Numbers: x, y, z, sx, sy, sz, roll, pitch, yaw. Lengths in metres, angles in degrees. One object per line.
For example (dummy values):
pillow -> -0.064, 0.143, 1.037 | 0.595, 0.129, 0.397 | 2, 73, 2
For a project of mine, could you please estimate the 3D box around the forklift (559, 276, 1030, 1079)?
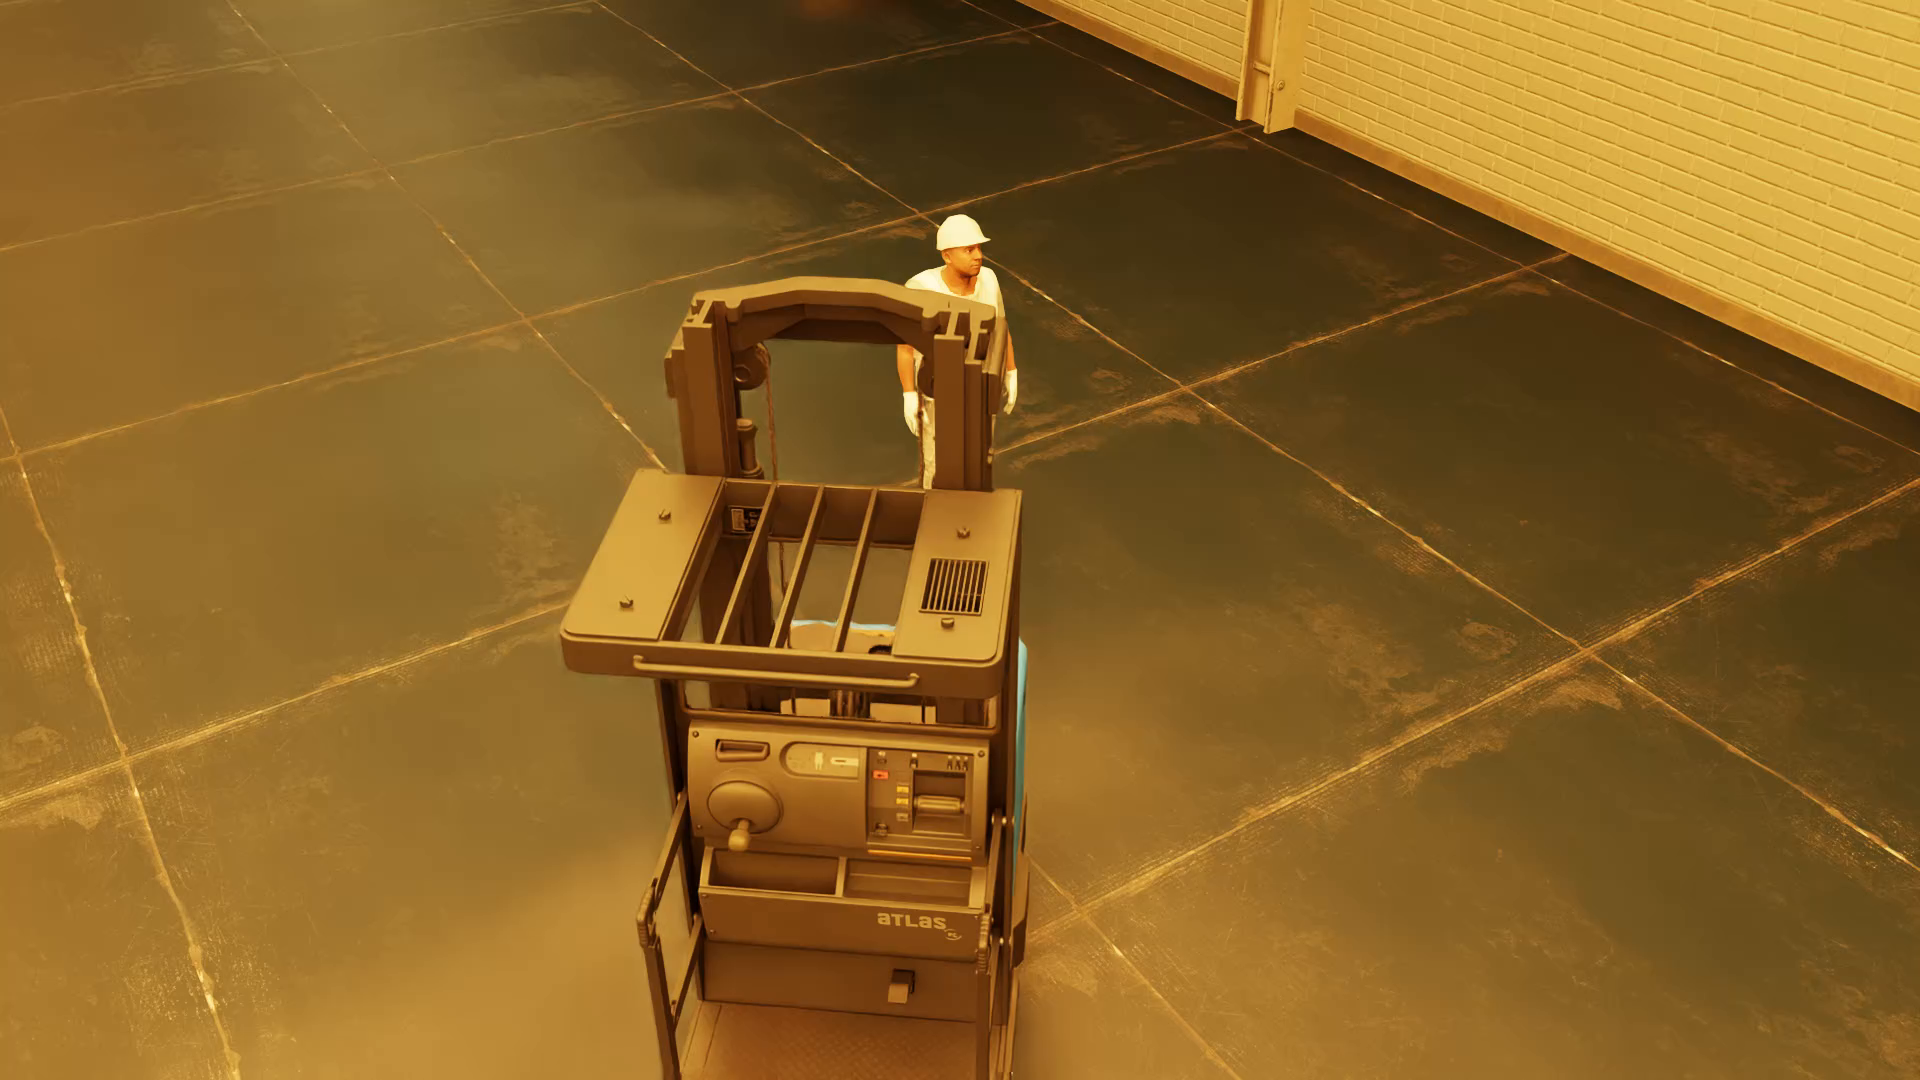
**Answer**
forklift -> -0.397, 0.845, 4.945 | 1.130, 2.935, 3.031 | 3, 35, 5

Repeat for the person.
person -> 0.032, -0.698, 8.127 | 0.656, 1.781, 0.577 | -21, 40, -27
